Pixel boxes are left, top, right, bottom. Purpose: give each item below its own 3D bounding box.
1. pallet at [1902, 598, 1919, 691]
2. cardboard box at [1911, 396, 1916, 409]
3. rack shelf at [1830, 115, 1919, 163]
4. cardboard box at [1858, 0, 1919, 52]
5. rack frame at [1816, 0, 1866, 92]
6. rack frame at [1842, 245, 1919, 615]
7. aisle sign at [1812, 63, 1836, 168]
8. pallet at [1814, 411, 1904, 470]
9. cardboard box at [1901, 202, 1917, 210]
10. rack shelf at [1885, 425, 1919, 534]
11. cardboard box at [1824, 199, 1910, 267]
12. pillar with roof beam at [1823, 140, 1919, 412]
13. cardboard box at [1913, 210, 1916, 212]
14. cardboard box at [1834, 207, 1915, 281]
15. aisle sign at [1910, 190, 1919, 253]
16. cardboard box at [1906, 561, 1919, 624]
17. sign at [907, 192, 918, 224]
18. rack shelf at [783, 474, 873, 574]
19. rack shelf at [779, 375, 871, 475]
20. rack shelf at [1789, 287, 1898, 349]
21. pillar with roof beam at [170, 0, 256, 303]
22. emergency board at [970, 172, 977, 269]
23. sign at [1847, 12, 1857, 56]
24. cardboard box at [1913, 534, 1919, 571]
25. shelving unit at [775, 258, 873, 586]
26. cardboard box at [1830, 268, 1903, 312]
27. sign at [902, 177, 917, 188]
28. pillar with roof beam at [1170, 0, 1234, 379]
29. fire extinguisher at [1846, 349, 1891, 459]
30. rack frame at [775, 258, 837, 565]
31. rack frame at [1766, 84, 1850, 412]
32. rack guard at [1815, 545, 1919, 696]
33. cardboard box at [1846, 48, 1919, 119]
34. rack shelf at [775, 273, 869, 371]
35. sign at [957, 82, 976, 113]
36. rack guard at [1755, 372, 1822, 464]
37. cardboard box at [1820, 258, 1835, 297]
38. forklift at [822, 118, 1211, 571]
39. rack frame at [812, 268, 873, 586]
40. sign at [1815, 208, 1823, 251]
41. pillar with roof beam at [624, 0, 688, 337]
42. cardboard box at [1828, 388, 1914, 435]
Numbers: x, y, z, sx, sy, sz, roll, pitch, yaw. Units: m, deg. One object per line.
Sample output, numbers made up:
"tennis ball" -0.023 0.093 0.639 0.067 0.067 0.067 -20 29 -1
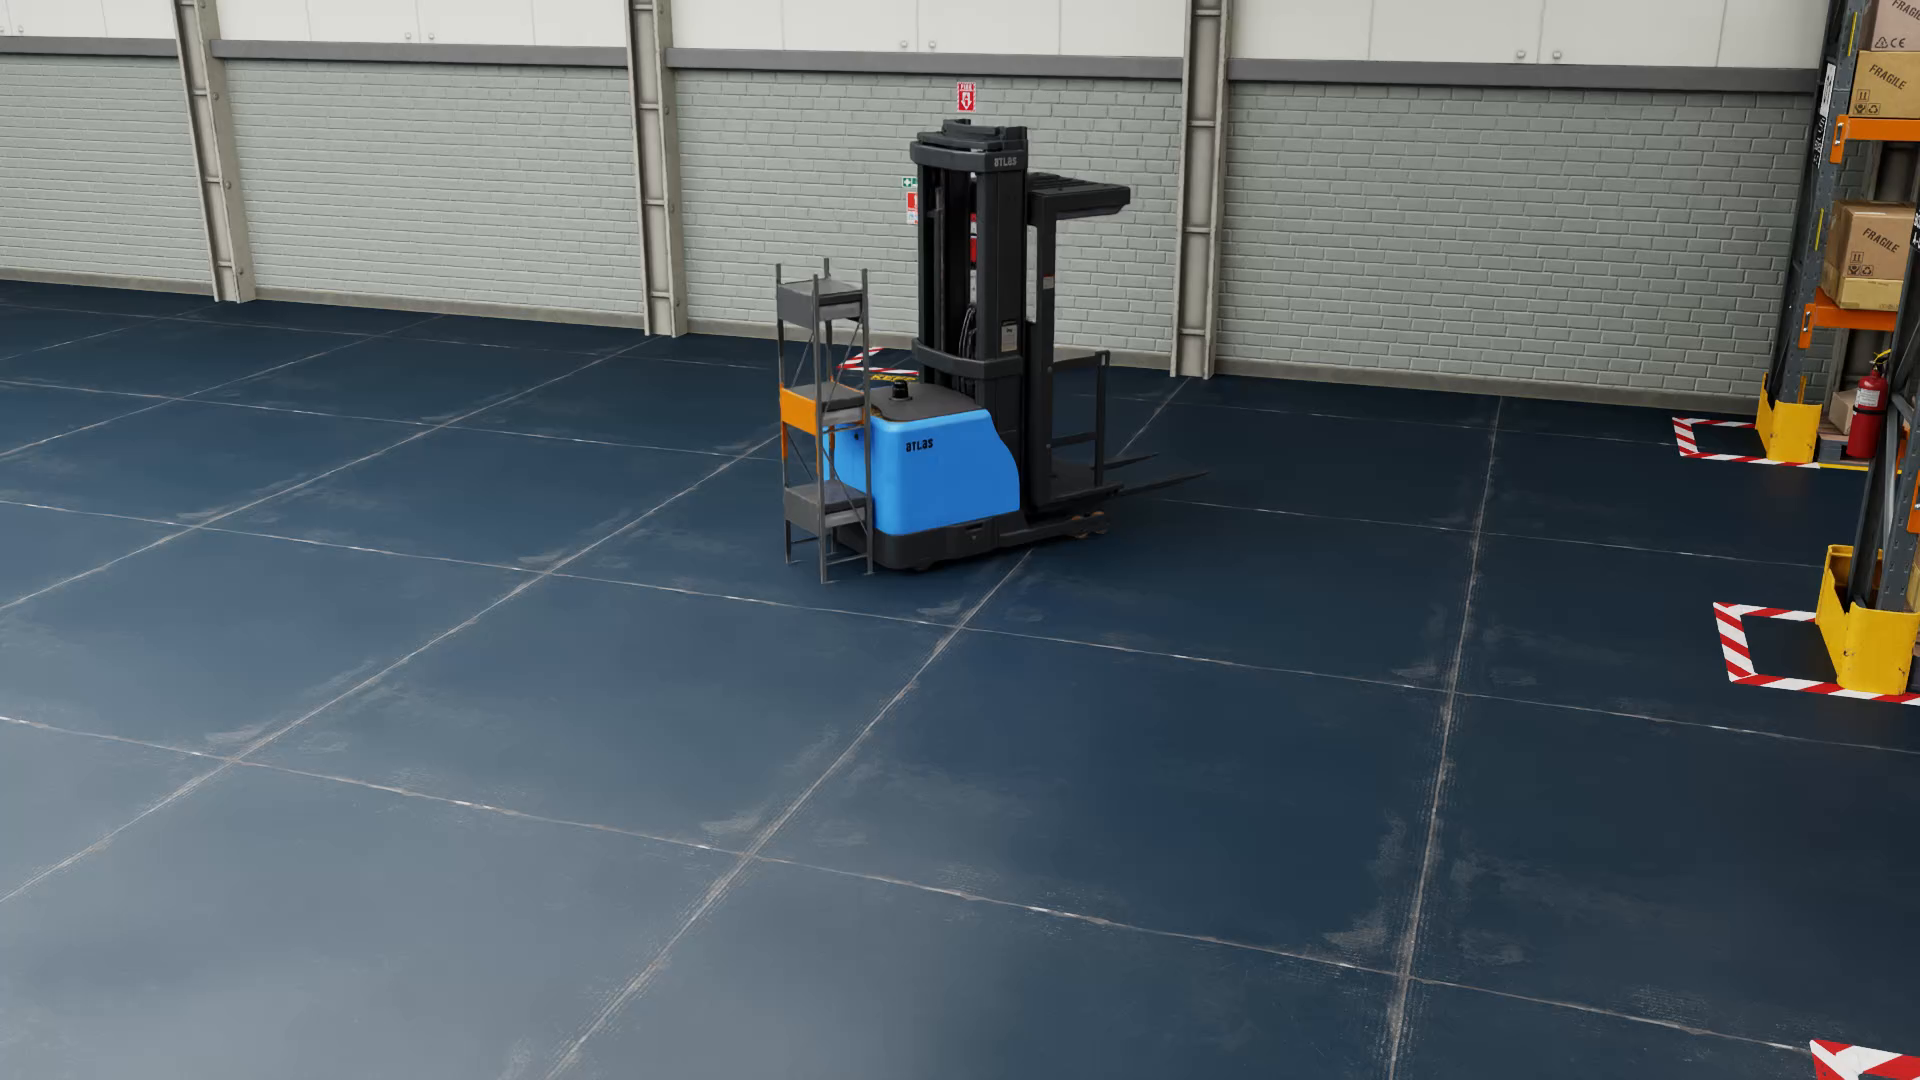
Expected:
"pallet" 6.197 0.670 9.834 1.213 0.211 1.003 7 20 18
"cardboard box" 8.246 -1.031 13.893 0.500 0.311 0.500 8 21 23
"rack shelf" 8.973 -3.118 12.999 4.000 0.370 1.077 7 20 18
"cardboard box" 7.368 -4.085 12.980 0.500 0.500 0.500 5 20 14
"rack frame" 7.083 -5.090 13.007 0.127 3.000 1.000 7 20 18
"rack frame" 5.461 -0.716 9.574 0.127 3.000 1.000 7 20 18
"aisle sign" 6.917 -3.399 13.321 0.004 0.787 0.394 7 20 18
"pallet" 7.911 -0.833 14.146 1.213 0.211 1.003 7 20 18
"cardboard box" 8.071 -2.508 13.771 0.500 0.500 0.500 7 20 19
"rack shelf" 7.350 -0.161 9.073 4.000 0.370 1.077 7 20 18
"cardboard box" 7.598 -2.565 13.936 0.500 0.500 0.500 6 20 17
"pillar with roof beam" 6.616 -3.945 9.721 0.400 9.000 9.100 7 20 18
"cardboard box" 7.899 -2.348 13.314 0.500 0.500 0.500 7 20 18
"cardboard box" 7.436 -2.405 13.476 0.500 0.500 0.500 7 20 18
"aisle sign" 5.496 -2.042 9.429 0.004 0.787 0.394 7 20 18
"cardboard box" 6.065 0.350 10.055 0.500 0.250 0.500 7 20 18
"sign" -0.450 -3.486 17.465 0.234 0.329 0.001 7 20 18
"rack shelf" -0.904 -0.117 11.389 0.431 0.518 0.480 -13 23 -32
"rack shelf" -0.904 -0.778 11.159 0.431 0.518 0.480 -13 23 -32
"rack shelf" 8.973 -1.701 13.493 4.000 0.370 1.077 7 20 18
"pillar with roof beam" -10.387 -5.889 15.299 0.400 9.000 9.100 7 20 18
"emergency board" 0.039 -3.377 17.208 0.643 1.169 0.194 7 20 18
"sign" 6.905 -3.917 12.873 0.005 0.325 0.100 7 20 18
"cardboard box" 6.065 -0.005 9.934 0.500 0.500 0.500 7 20 18
"shelving unit" -0.904 -0.791 11.154 0.431 2.100 0.503 -13 23 -32
"cardboard box" 7.440 -2.044 13.581 0.500 0.250 0.500 6 20 16
"sign" -0.448 -3.733 17.369 0.331 0.109 0.001 7 20 18
"pillar with roof beam" 0.948 -4.593 11.581 0.400 9.000 9.100 7 20 18
"fire extinguisher" 5.502 -0.837 10.038 0.183 0.674 0.296 7 20 18
"rack frame" -1.043 -0.857 11.344 0.400 2.100 0.015 -13 23 -32
"rack frame" 7.083 -2.257 13.994 0.127 3.000 1.000 7 20 18
"rack guard" 5.439 0.461 9.993 0.348 0.500 1.175 7 20 18
"cardboard box" 7.317 -3.616 13.154 0.500 0.500 0.500 7 20 19
"rack shelf" -0.904 -1.439 10.928 0.431 0.518 0.480 -13 23 -32
"sign" 0.064 -4.504 16.918 0.199 0.298 0.001 7 20 18
"rack guard" 7.155 -1.069 14.382 0.348 0.500 1.175 7 20 18
"cardboard box" 7.589 -2.205 14.044 0.500 0.250 0.500 7 20 19
"forklift" 0.515 -1.523 11.993 3.031 2.935 1.130 -12 23 -32
"rack frame" -0.766 -0.724 10.964 0.400 2.100 0.015 -13 23 -32
"sign" 6.905 -2.497 13.368 0.005 0.325 0.100 7 20 18
"pillar with roof beam" -4.720 -5.241 13.440 0.400 9.000 9.100 7 20 18
"cardboard box" 7.707 -1.092 14.070 0.500 0.311 0.500 4 20 12
